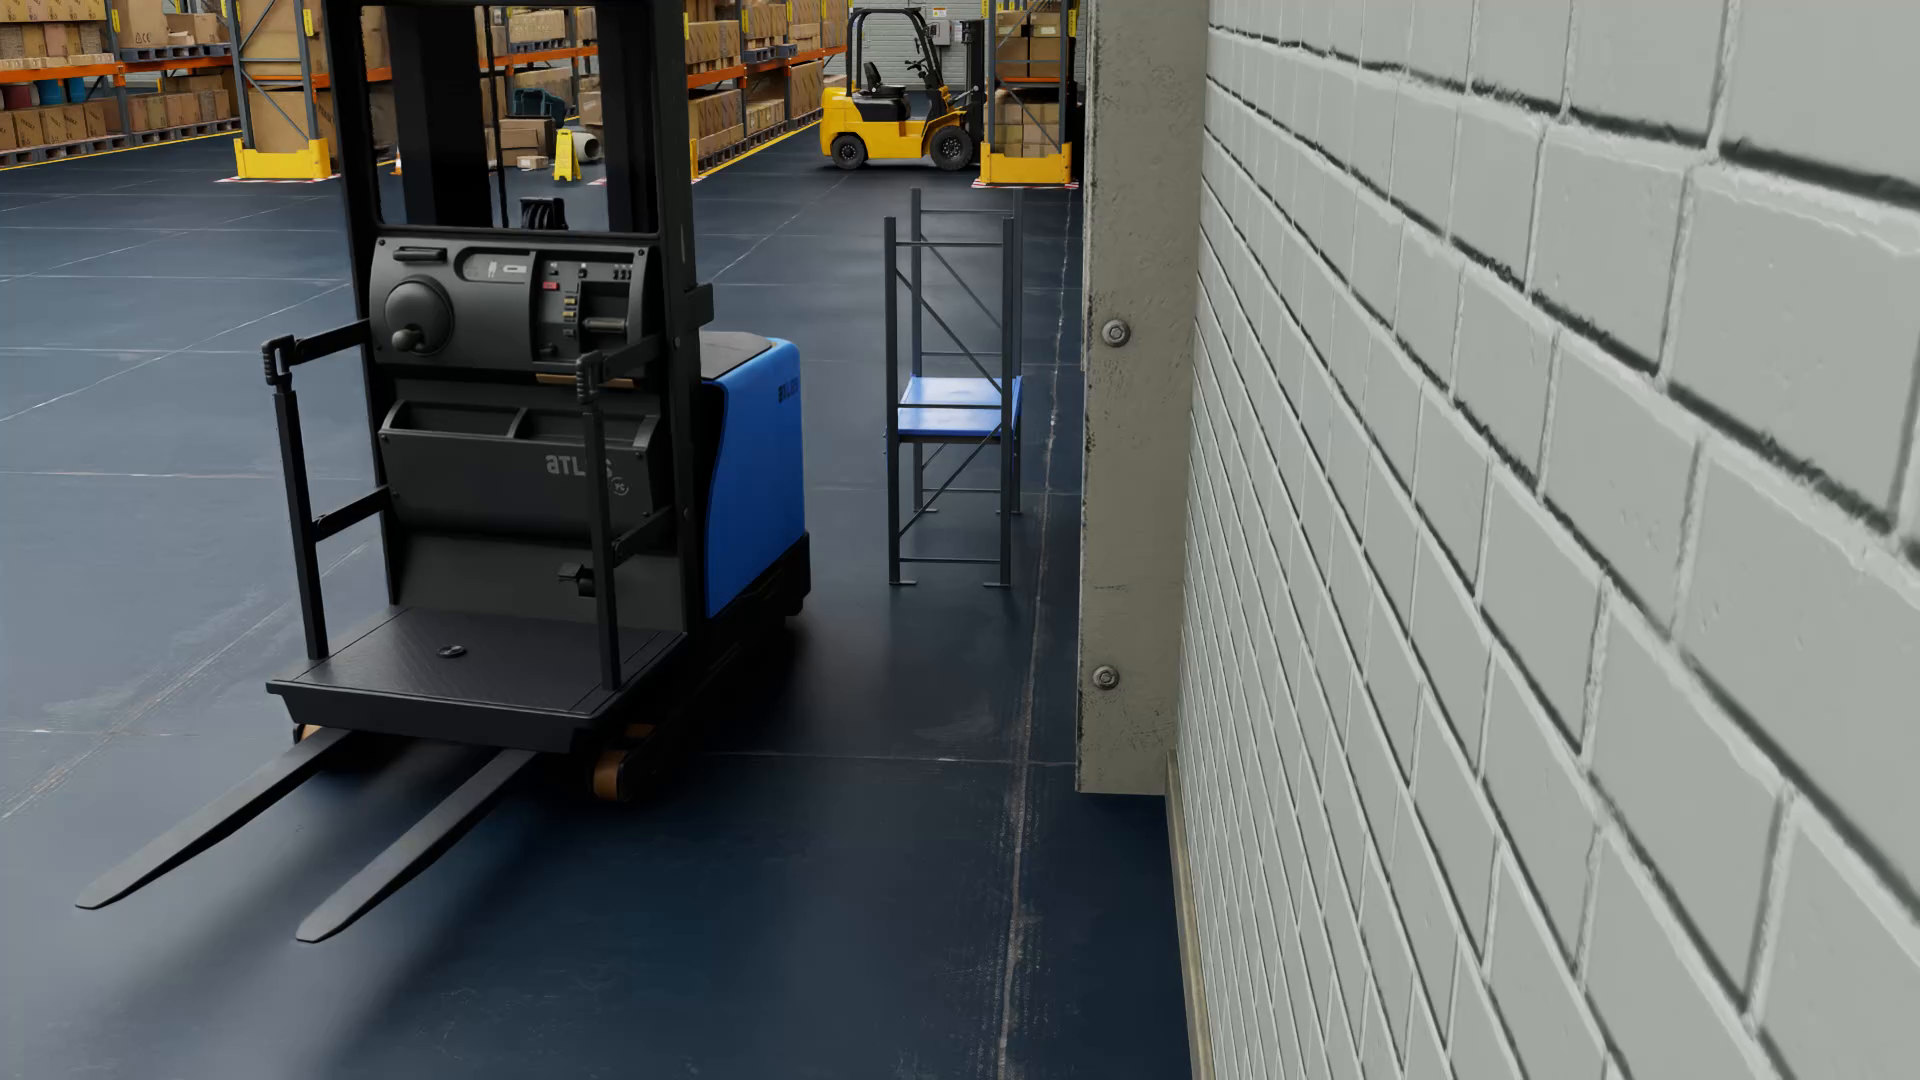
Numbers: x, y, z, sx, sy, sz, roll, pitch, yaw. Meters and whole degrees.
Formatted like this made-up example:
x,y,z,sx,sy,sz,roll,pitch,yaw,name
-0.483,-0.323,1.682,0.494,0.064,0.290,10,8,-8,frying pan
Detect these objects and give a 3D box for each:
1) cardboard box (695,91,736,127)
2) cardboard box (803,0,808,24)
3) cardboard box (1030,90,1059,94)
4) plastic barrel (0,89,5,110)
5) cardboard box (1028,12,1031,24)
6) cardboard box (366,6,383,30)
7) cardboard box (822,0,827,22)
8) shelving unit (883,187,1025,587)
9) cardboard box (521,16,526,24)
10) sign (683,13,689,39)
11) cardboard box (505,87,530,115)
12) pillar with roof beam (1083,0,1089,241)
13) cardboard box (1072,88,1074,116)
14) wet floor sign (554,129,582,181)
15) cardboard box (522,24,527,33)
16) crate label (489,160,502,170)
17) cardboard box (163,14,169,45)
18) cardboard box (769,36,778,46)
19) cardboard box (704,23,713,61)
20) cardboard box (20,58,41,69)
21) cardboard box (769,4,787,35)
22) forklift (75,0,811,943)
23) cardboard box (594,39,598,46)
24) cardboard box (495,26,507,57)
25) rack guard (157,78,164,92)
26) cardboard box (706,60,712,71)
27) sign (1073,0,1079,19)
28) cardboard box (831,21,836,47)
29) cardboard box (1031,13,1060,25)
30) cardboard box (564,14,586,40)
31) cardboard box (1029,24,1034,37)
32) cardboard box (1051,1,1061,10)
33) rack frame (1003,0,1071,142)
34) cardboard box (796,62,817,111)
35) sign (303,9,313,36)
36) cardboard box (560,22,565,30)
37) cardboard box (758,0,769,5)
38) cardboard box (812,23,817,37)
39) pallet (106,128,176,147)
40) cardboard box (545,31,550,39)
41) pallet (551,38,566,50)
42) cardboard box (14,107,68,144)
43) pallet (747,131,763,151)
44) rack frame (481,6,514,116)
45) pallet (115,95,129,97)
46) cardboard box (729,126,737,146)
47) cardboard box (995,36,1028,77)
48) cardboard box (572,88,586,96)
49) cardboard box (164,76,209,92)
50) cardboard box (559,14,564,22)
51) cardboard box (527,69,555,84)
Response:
x,y,z,sx,sy,sz,roll,pitch,yaw,name
-3.612,-6.362,24.559,0.500,0.500,0.500,2,18,5,cardboard box
-3.118,-9.844,30.883,0.500,0.500,0.500,2,18,5,cardboard box
1.307,-6.562,24.767,0.500,0.250,0.500,2,18,5,cardboard box
-18.371,-8.382,31.506,0.421,0.512,0.421,0,18,0,plastic barrel
0.748,-6.956,22.155,0.380,0.149,0.250,1,18,4,cardboard box
-8.907,-7.672,24.045,0.875,0.550,0.550,1,18,4,cardboard box
-2.953,-10.610,33.220,0.500,0.500,0.500,1,18,4,cardboard box
-0.006,-0.686,7.109,0.538,1.500,1.048,1,18,4,shelving unit
-8.176,-9.526,30.451,0.380,0.149,0.250,1,18,2,cardboard box
-3.548,-6.617,21.411,0.100,0.325,0.005,1,18,4,sign
-8.155,-8.008,30.384,0.500,0.500,0.500,1,18,2,cardboard box
-2.913,-7.388,15.519,9.100,9.000,0.400,1,18,4,pillar with roof beam
1.800,-7.881,29.999,0.500,0.500,0.500,1,18,4,cardboard box
-5.170,-5.064,21.842,0.267,0.644,0.232,8,20,23,wet floor sign
-8.174,-9.395,30.528,0.380,0.149,0.250,1,18,4,cardboard box
-6.482,-5.185,23.026,0.250,0.136,0.298,-9,20,-25,crate label
-13.655,-8.471,27.617,0.797,0.503,0.637,3,18,10,cardboard box
-3.257,-8.348,27.811,0.380,0.149,0.250,2,18,5,cardboard box
-3.709,-6.867,22.925,0.500,0.500,0.500,1,18,3,cardboard box
-13.511,-6.867,23.966,0.380,0.149,0.250,1,18,4,cardboard box
-3.271,-8.944,28.588,0.500,0.500,0.500,1,18,2,cardboard box
-1.447,-0.731,4.946,1.130,2.935,3.031,4,19,13,forklift
-7.781,-10.396,34.735,0.380,0.149,0.250,2,18,6,cardboard box
-8.224,-8.683,28.946,0.500,0.500,0.500,1,18,4,cardboard box
-17.778,-10.339,38.173,1.175,0.500,0.348,1,18,4,rack guard
-3.698,-6.682,23.403,0.380,0.149,0.250,1,18,2,cardboard box
1.990,-9.132,28.616,0.100,0.325,0.005,1,18,4,sign
-2.852,-10.443,34.316,0.500,0.500,0.500,1,18,4,cardboard box
1.099,-6.705,21.389,0.380,0.149,0.250,1,18,3,cardboard box
-7.886,-10.361,33.588,0.500,0.500,0.500,1,18,3,cardboard box
1.099,-6.642,21.673,0.380,0.149,0.250,1,18,4,cardboard box
2.095,-10.718,33.876,0.500,0.500,0.500,1,18,2,cardboard box
1.149,-7.351,25.039,1.000,3.000,0.127,1,18,4,rack frame
-3.250,-8.660,31.772,0.875,0.875,0.875,2,18,6,cardboard box
-8.480,-6.732,21.633,0.100,0.325,0.005,1,18,4,sign
-8.005,-10.118,32.735,0.380,0.149,0.250,2,18,6,cardboard box
-3.351,-8.885,27.367,0.380,0.149,0.250,0,18,1,cardboard box
-3.046,-9.814,31.993,0.500,0.250,0.500,2,18,5,cardboard box
-13.632,-6.598,27.221,1.003,0.211,1.213,1,18,4,pallet
-8.075,-9.654,31.798,0.380,0.149,0.250,1,18,2,cardboard box
-8.373,-9.699,32.513,1.003,0.211,1.213,1,18,4,pallet
-13.755,-6.197,24.859,0.500,0.500,0.500,0,18,-1,cardboard box
-3.748,-6.377,26.546,1.003,0.211,1.213,1,18,4,pallet
-8.460,-8.782,29.407,1.000,3.000,0.127,1,18,4,rack frame
-17.955,-9.561,36.262,1.003,0.211,1.213,1,18,4,pallet
-3.605,-5.998,24.653,0.500,0.250,0.500,1,18,2,cardboard box
0.636,-6.315,21.717,0.500,0.500,0.500,1,18,3,cardboard box
-7.828,-9.116,33.852,0.380,0.149,0.250,2,18,6,cardboard box
-13.446,-7.928,28.904,0.500,0.250,0.500,3,18,10,cardboard box
-8.007,-10.258,32.685,0.380,0.149,0.250,2,18,6,cardboard box
-8.048,-8.831,31.694,0.500,0.250,0.500,0,18,1,cardboard box
